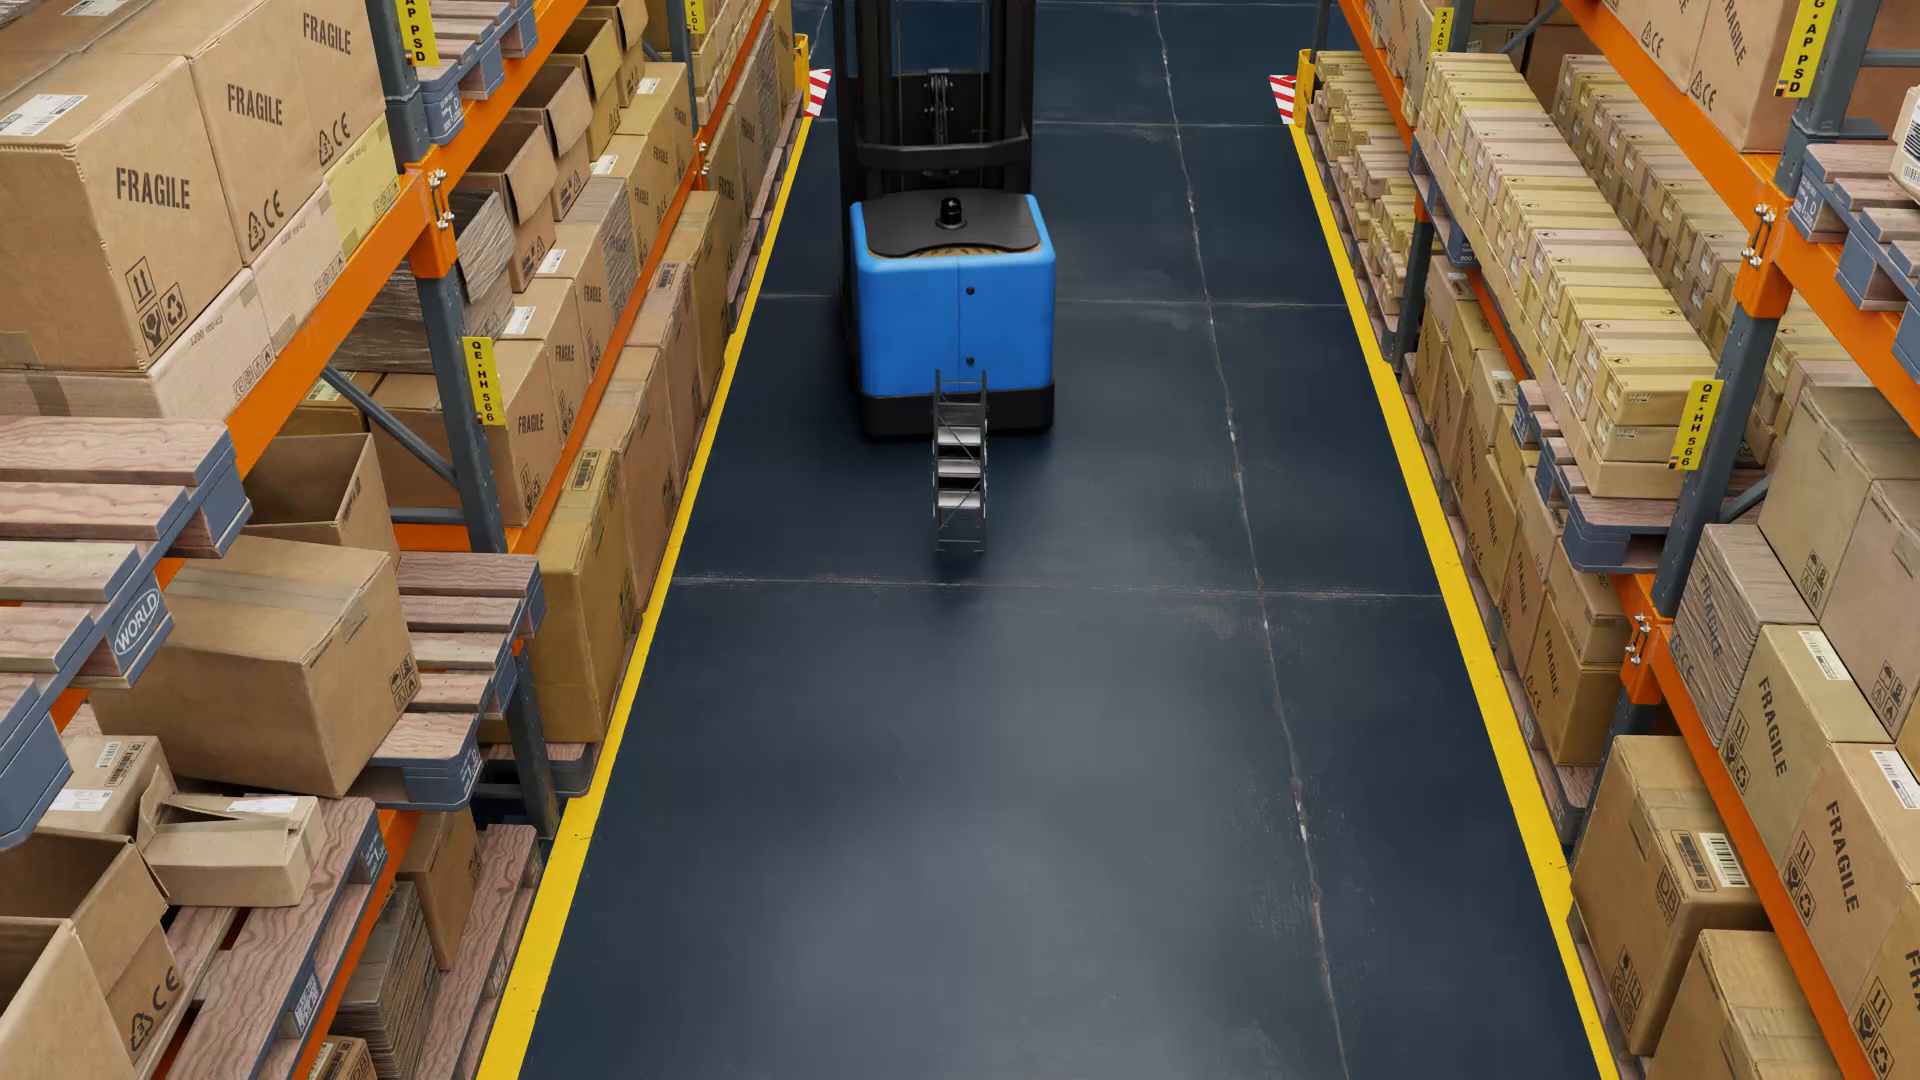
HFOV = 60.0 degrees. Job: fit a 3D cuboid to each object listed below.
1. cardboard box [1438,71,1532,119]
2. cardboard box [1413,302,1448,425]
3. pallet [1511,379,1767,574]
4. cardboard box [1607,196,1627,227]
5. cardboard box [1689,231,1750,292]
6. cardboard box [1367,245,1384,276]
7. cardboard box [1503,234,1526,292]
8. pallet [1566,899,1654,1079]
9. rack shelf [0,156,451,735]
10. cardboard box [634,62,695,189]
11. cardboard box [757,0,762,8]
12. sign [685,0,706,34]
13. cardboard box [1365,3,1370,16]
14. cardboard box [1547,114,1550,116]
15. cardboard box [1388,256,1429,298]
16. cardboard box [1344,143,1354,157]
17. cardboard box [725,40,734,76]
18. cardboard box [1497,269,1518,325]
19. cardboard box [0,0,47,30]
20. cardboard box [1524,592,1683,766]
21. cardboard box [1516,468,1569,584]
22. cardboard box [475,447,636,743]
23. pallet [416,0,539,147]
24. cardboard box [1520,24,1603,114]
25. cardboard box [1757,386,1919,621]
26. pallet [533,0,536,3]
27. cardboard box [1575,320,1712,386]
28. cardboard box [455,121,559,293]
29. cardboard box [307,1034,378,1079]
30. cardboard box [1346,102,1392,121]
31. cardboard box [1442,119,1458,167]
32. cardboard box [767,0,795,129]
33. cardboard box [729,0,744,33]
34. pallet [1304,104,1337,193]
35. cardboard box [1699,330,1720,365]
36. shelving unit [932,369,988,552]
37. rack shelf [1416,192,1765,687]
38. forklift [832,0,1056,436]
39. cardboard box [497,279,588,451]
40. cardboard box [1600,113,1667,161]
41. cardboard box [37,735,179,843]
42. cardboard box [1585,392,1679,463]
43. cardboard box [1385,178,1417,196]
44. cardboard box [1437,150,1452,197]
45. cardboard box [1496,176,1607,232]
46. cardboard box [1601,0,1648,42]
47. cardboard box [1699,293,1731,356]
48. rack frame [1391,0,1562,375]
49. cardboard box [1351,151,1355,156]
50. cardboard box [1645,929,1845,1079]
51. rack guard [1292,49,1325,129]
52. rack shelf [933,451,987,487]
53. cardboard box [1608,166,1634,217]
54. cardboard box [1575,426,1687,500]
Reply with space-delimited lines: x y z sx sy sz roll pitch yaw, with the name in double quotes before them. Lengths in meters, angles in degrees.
"cardboard box" 2.532 -2.145 8.030 0.380 0.149 0.250 2 35 3
"cardboard box" 2.717 -0.940 8.787 0.500 0.500 0.500 3 35 4
"pallet" 2.774 -0.244 6.156 1.213 0.211 1.003 1 35 2
"cardboard box" 3.156 -1.449 7.556 0.380 0.149 0.250 0 35 0
"cardboard box" 3.106 -1.087 6.524 0.380 0.149 0.250 3 35 4
"cardboard box" 2.728 -1.748 10.243 0.380 0.149 0.250 0 35 0
"cardboard box" 2.466 -1.137 6.854 0.380 0.149 0.250 2 35 3
"pallet" 2.745 1.681 5.674 1.003 0.211 1.213 1 35 2
"rack shelf" -2.181 0.133 3.469 1.077 0.370 4.000 1 35 2
"cardboard box" -1.686 -2.147 8.610 0.500 0.500 0.500 1 35 2
"cardboard box" -1.514 -3.629 11.023 0.380 0.149 0.250 1 35 2
"sign" -1.397 -2.816 8.710 0.100 0.325 0.005 1 35 2
"cardboard box" 2.852 -3.477 10.807 0.380 0.149 0.250 1 35 1
"cardboard box" 3.350 -2.261 9.077 0.380 0.149 0.250 3 35 4
"cardboard box" 2.707 -1.524 9.666 0.380 0.149 0.250 2 35 3
"cardboard box" 2.865 -2.631 11.499 0.380 0.149 0.250 1 35 2
"cardboard box" -1.566 -2.894 9.978 0.380 0.149 0.250 0 35 1
"cardboard box" 2.469 -1.011 6.933 0.380 0.149 0.250 2 35 3
"cardboard box" -2.400 -1.001 3.935 0.500 0.500 0.500 2 35 2
"cardboard box" 2.617 0.556 6.659 0.500 0.500 0.500 1 35 2
"cardboard box" 2.626 -0.056 6.878 0.500 0.250 0.500 2 35 3
"cardboard box" -2.052 0.218 6.814 1.225 0.875 0.875 0 35 0
"pallet" -2.128 -1.604 5.480 1.213 0.211 1.003 3 35 4
"cardboard box" 3.284 -2.650 9.067 0.500 0.500 0.500 1 35 1
"cardboard box" 2.824 -0.103 4.831 0.700 0.500 0.500 1 35 2
"pallet" -2.086 -2.247 6.394 1.003 0.211 1.213 3 35 4
"cardboard box" 2.425 -0.660 5.916 0.380 0.149 0.250 1 35 1
"cardboard box" -2.026 -1.329 6.573 0.797 0.503 0.637 2 35 3
"cardboard box" -2.133 1.790 4.886 0.700 0.500 0.500 4 35 6
"cardboard box" 2.835 -2.856 11.302 0.380 0.149 0.250 3 35 4
"cardboard box" 2.518 -1.887 7.920 0.380 0.149 0.250 2 35 3
"cardboard box" -1.725 -3.613 12.264 0.875 0.875 0.875 1 35 2
"cardboard box" -1.619 -3.289 10.193 0.500 0.250 0.500 2 35 3
"pallet" 3.102 -2.857 12.131 1.003 0.211 1.213 1 35 2
"cardboard box" 3.102 -0.696 6.486 0.380 0.149 0.250 3 35 4
"shelving unit" 0.000 -0.373 7.998 0.258 0.900 0.210 1 35 2
"rack shelf" 2.932 -0.765 7.356 1.077 0.370 4.000 1 35 2
"forklift" -0.167 -2.589 9.385 1.130 2.935 3.031 -4 35 -5
"cardboard box" -1.791 -0.694 6.541 0.500 0.500 0.500 0 35 1
"cardboard box" 3.159 -1.833 7.585 0.380 0.149 0.250 1 35 2
"cardboard box" -2.398 0.764 4.320 0.500 0.250 0.500 0 35 1
"cardboard box" 2.416 -0.396 5.799 0.380 0.149 0.250 2 35 3
"cardboard box" 2.828 -2.106 10.235 0.380 0.149 0.250 2 35 3
"cardboard box" 2.518 -1.759 7.998 0.380 0.149 0.250 2 35 2
"cardboard box" 2.479 -1.408 6.980 0.380 0.149 0.250 2 35 3
"cardboard box" 2.652 -2.088 5.916 0.500 0.500 0.500 1 35 2
"cardboard box" 3.098 -0.829 6.415 0.380 0.149 0.250 1 35 2
"rack frame" 3.012 -2.209 8.784 1.000 3.000 0.127 1 35 2
"cardboard box" 2.872 -2.741 11.397 0.380 0.149 0.250 0 35 0
"cardboard box" 2.705 1.688 4.831 1.050 0.750 0.750 2 35 3
"rack guard" 3.170 -3.441 12.711 1.175 0.500 0.348 1 35 2
"rack shelf" 0.000 -0.346 8.017 0.258 0.077 0.200 1 35 2
"cardboard box" 3.153 -1.566 7.464 0.380 0.149 0.250 0 35 -1
"cardboard box" 2.412 -0.274 5.884 0.380 0.149 0.250 2 35 3
